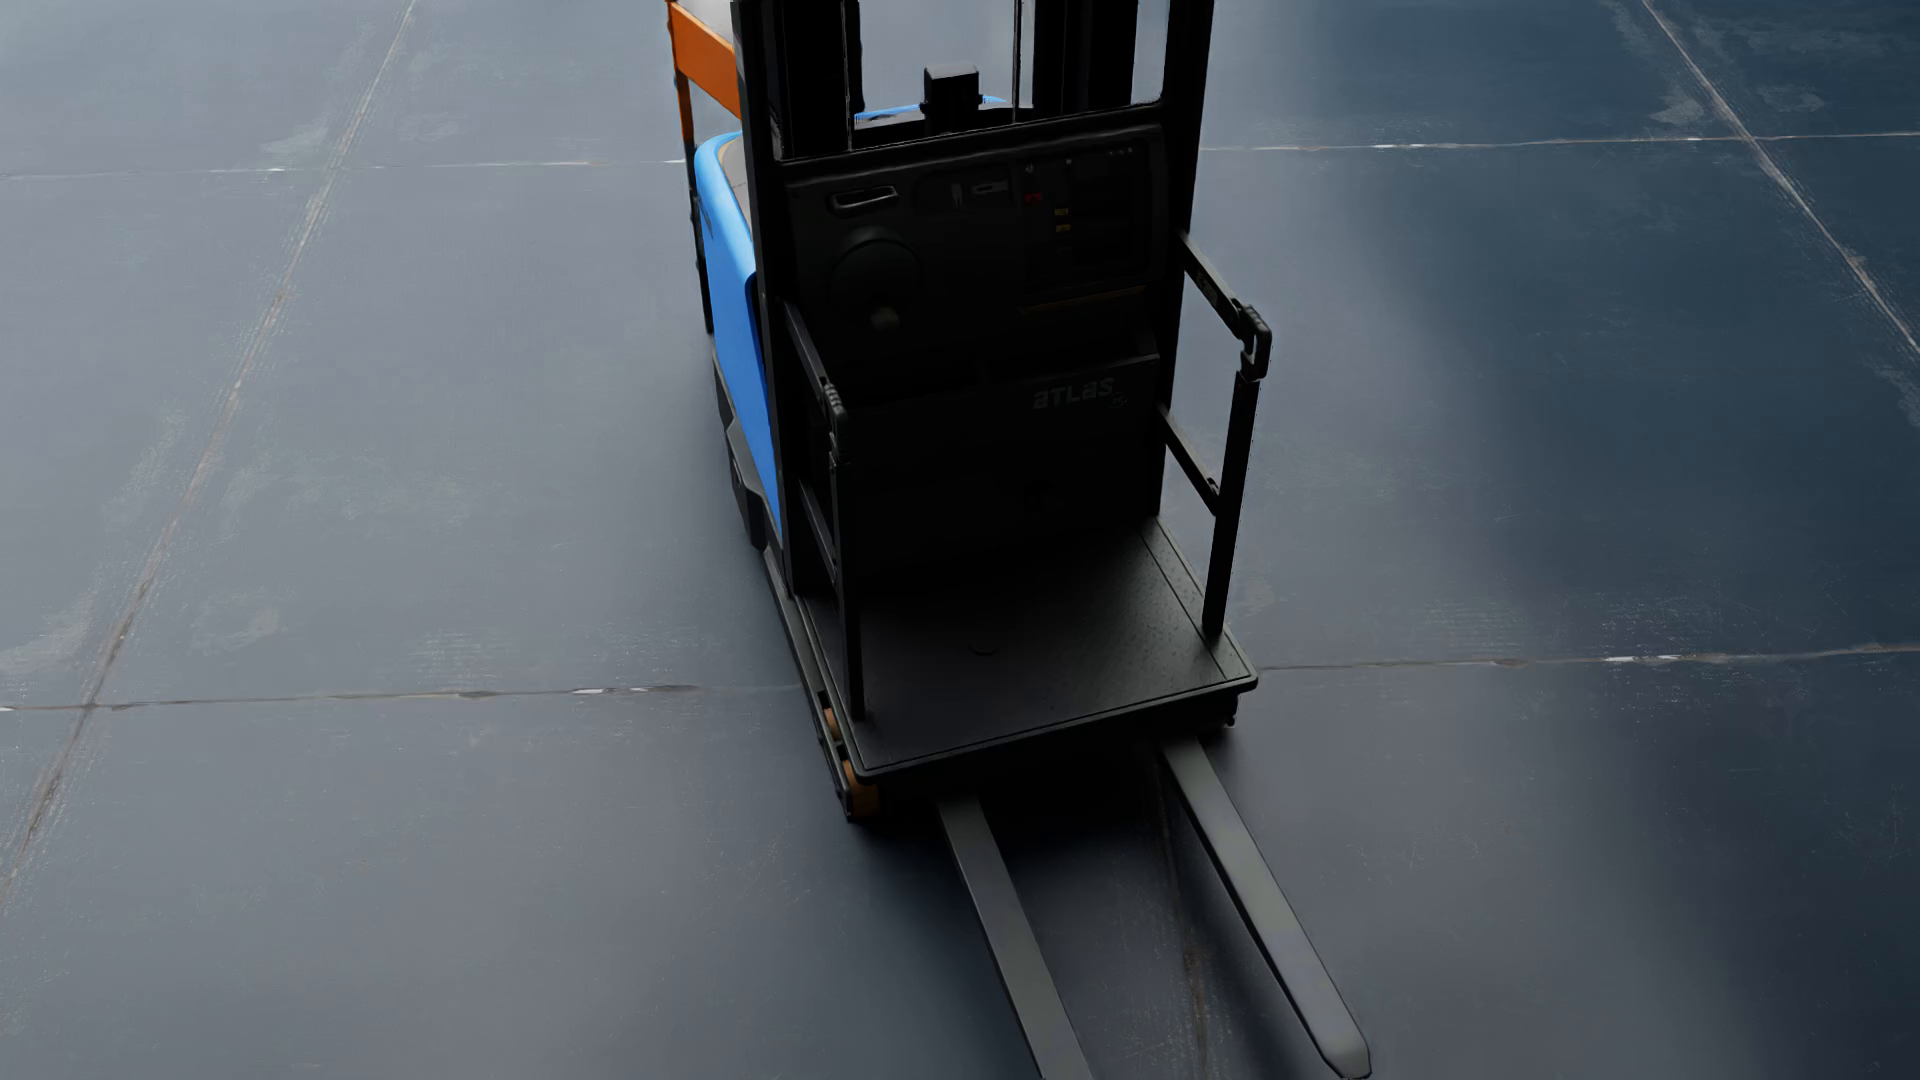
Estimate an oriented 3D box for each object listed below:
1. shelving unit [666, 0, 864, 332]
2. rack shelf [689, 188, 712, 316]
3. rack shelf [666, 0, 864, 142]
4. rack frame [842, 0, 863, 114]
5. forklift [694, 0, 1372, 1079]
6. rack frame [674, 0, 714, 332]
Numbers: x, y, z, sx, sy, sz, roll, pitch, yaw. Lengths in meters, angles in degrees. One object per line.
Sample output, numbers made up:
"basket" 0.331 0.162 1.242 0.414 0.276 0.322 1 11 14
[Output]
"shelving unit" -0.617 -1.481 5.310 0.431 2.100 0.503 -25 48 -25
"rack shelf" -0.621 -0.954 5.790 0.431 0.518 0.480 -25 48 -25
"rack shelf" -0.617 -1.471 5.319 0.431 0.518 0.480 -25 48 -25
"rack frame" -0.477 -1.346 5.163 0.400 2.100 0.015 -25 48 -25
"forklift" 0.123 -0.649 3.789 1.130 2.935 3.031 -12 44 -13
"rack frame" -0.757 -1.616 5.457 0.400 2.100 0.015 -25 48 -25
